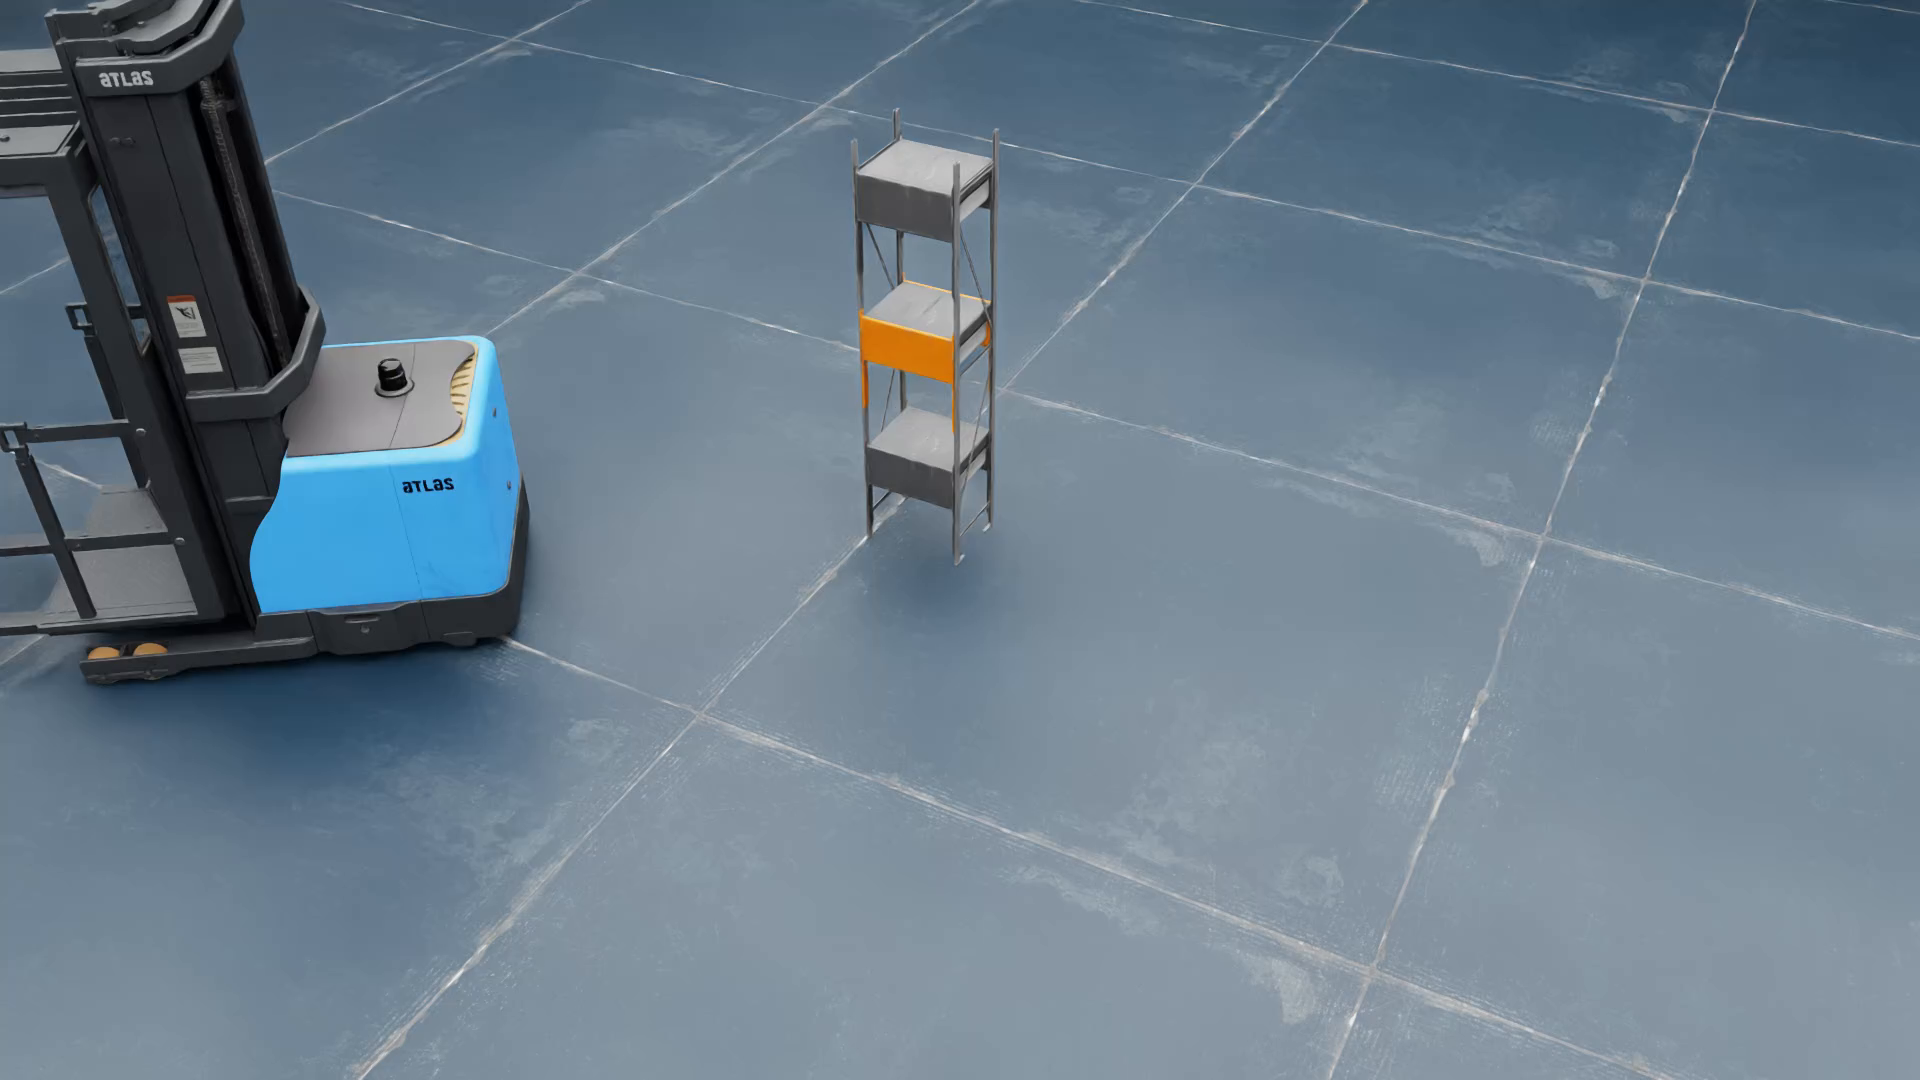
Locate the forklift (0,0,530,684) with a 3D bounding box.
[{"bbox_3d":[-3.596,-0.867,6.987,3.031,2.935,1.130,-5,37,-6],"label":"forklift"}]

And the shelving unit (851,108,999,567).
[{"bbox_3d":[-0.147,-0.882,7.696,0.503,2.100,0.431,17,41,21],"label":"shelving unit"}]

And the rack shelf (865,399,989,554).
[{"bbox_3d":[-0.147,-0.314,8.127,0.480,0.518,0.431,17,41,21],"label":"rack shelf"}]

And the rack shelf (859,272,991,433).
[{"bbox_3d":[-0.147,-0.872,7.704,0.480,0.518,0.431,17,41,21],"label":"rack shelf"}]

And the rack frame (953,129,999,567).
[{"bbox_3d":[0.070,-0.815,7.606,0.015,2.100,0.400,17,41,21],"label":"rack frame"}]

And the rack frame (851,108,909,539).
[{"bbox_3d":[-0.364,-0.950,7.785,0.015,2.100,0.400,17,41,21],"label":"rack frame"}]

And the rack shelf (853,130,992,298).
[{"bbox_3d":[-0.147,-1.429,7.281,0.480,0.518,0.431,17,41,21],"label":"rack shelf"}]
